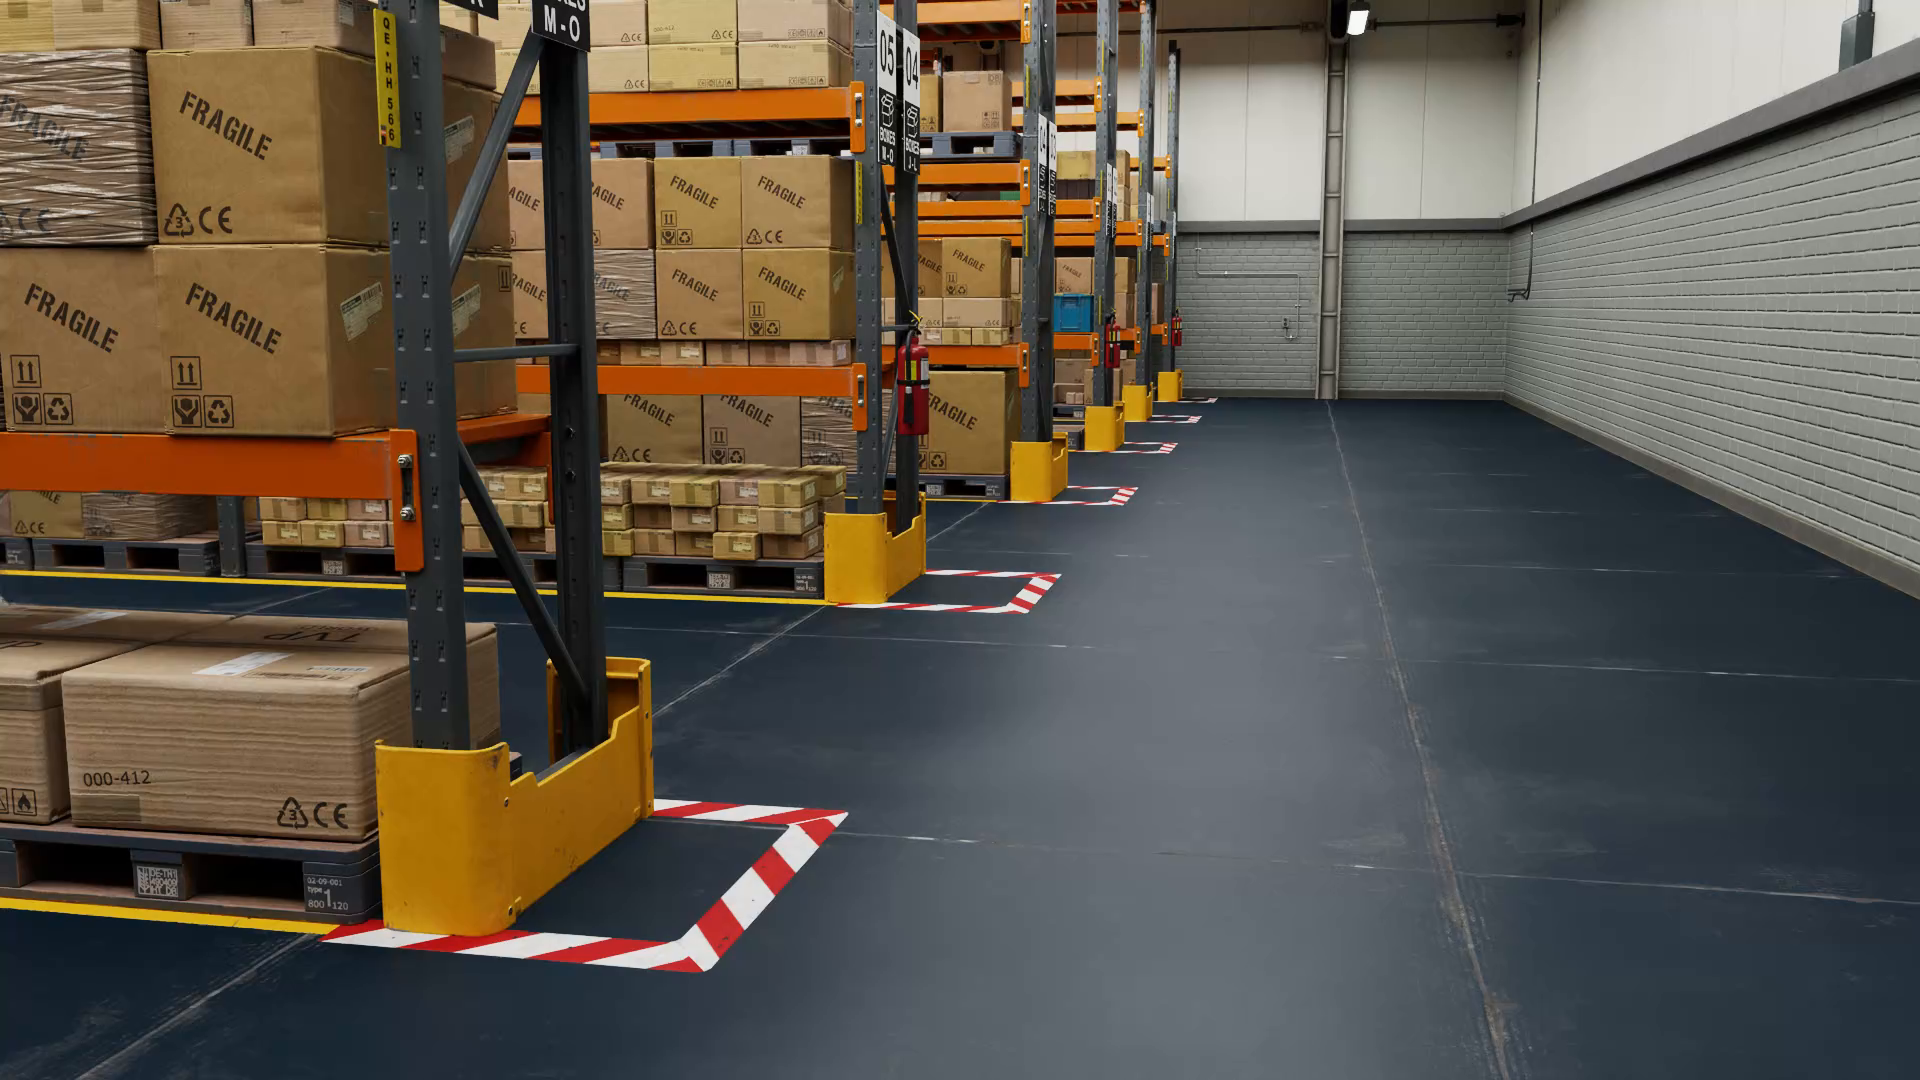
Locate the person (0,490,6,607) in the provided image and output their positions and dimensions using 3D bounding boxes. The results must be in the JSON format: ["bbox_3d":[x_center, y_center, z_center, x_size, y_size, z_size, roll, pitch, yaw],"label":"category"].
[{"bbox_3d":[-4.411,-0.235,7.272,0.809,1.658,0.565,2,8,13],"label":"person"}]
